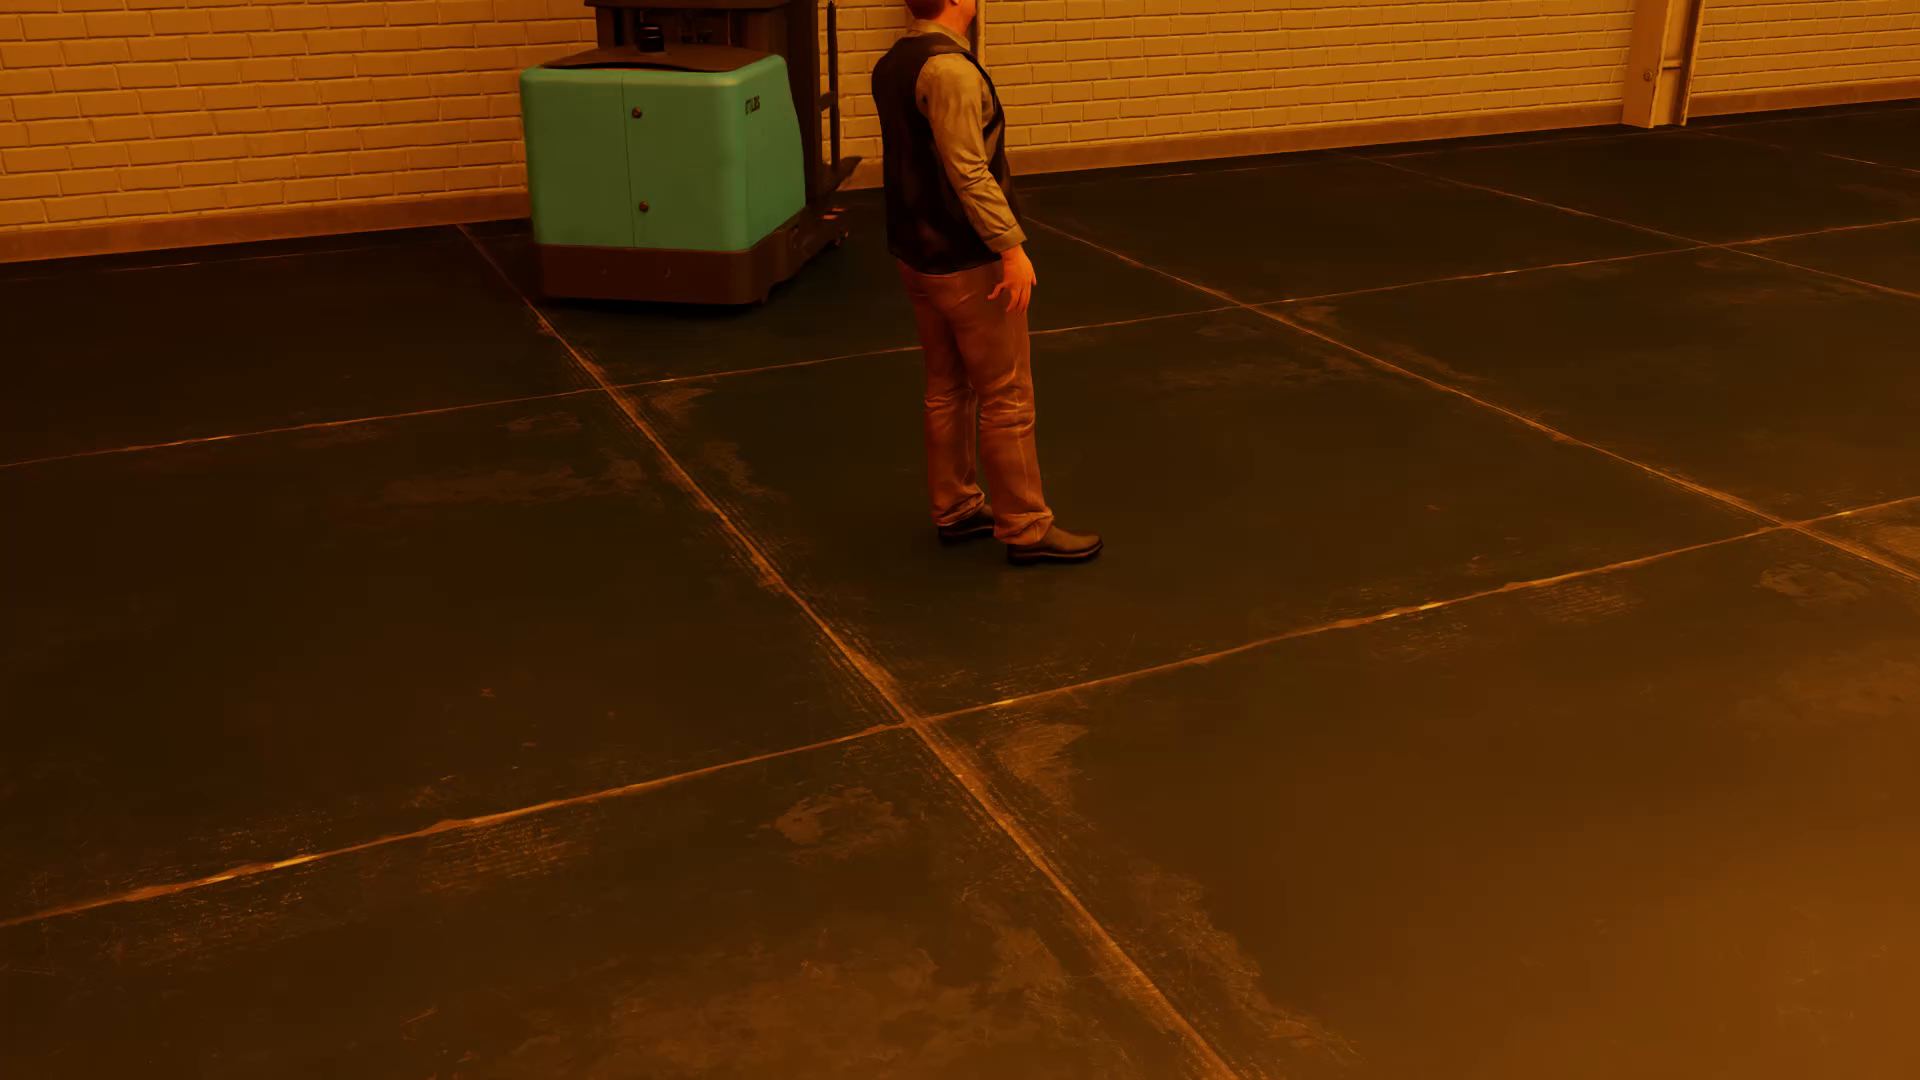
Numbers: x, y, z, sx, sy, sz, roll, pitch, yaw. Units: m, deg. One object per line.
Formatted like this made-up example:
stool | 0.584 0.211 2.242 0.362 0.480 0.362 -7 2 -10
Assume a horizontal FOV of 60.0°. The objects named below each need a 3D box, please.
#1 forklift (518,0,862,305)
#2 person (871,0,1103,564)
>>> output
forklift | -1.198 -2.940 8.362 1.130 2.935 3.031 4 23 9
person | 0.059 -0.809 4.791 0.568 1.720 0.632 -10 25 -23
